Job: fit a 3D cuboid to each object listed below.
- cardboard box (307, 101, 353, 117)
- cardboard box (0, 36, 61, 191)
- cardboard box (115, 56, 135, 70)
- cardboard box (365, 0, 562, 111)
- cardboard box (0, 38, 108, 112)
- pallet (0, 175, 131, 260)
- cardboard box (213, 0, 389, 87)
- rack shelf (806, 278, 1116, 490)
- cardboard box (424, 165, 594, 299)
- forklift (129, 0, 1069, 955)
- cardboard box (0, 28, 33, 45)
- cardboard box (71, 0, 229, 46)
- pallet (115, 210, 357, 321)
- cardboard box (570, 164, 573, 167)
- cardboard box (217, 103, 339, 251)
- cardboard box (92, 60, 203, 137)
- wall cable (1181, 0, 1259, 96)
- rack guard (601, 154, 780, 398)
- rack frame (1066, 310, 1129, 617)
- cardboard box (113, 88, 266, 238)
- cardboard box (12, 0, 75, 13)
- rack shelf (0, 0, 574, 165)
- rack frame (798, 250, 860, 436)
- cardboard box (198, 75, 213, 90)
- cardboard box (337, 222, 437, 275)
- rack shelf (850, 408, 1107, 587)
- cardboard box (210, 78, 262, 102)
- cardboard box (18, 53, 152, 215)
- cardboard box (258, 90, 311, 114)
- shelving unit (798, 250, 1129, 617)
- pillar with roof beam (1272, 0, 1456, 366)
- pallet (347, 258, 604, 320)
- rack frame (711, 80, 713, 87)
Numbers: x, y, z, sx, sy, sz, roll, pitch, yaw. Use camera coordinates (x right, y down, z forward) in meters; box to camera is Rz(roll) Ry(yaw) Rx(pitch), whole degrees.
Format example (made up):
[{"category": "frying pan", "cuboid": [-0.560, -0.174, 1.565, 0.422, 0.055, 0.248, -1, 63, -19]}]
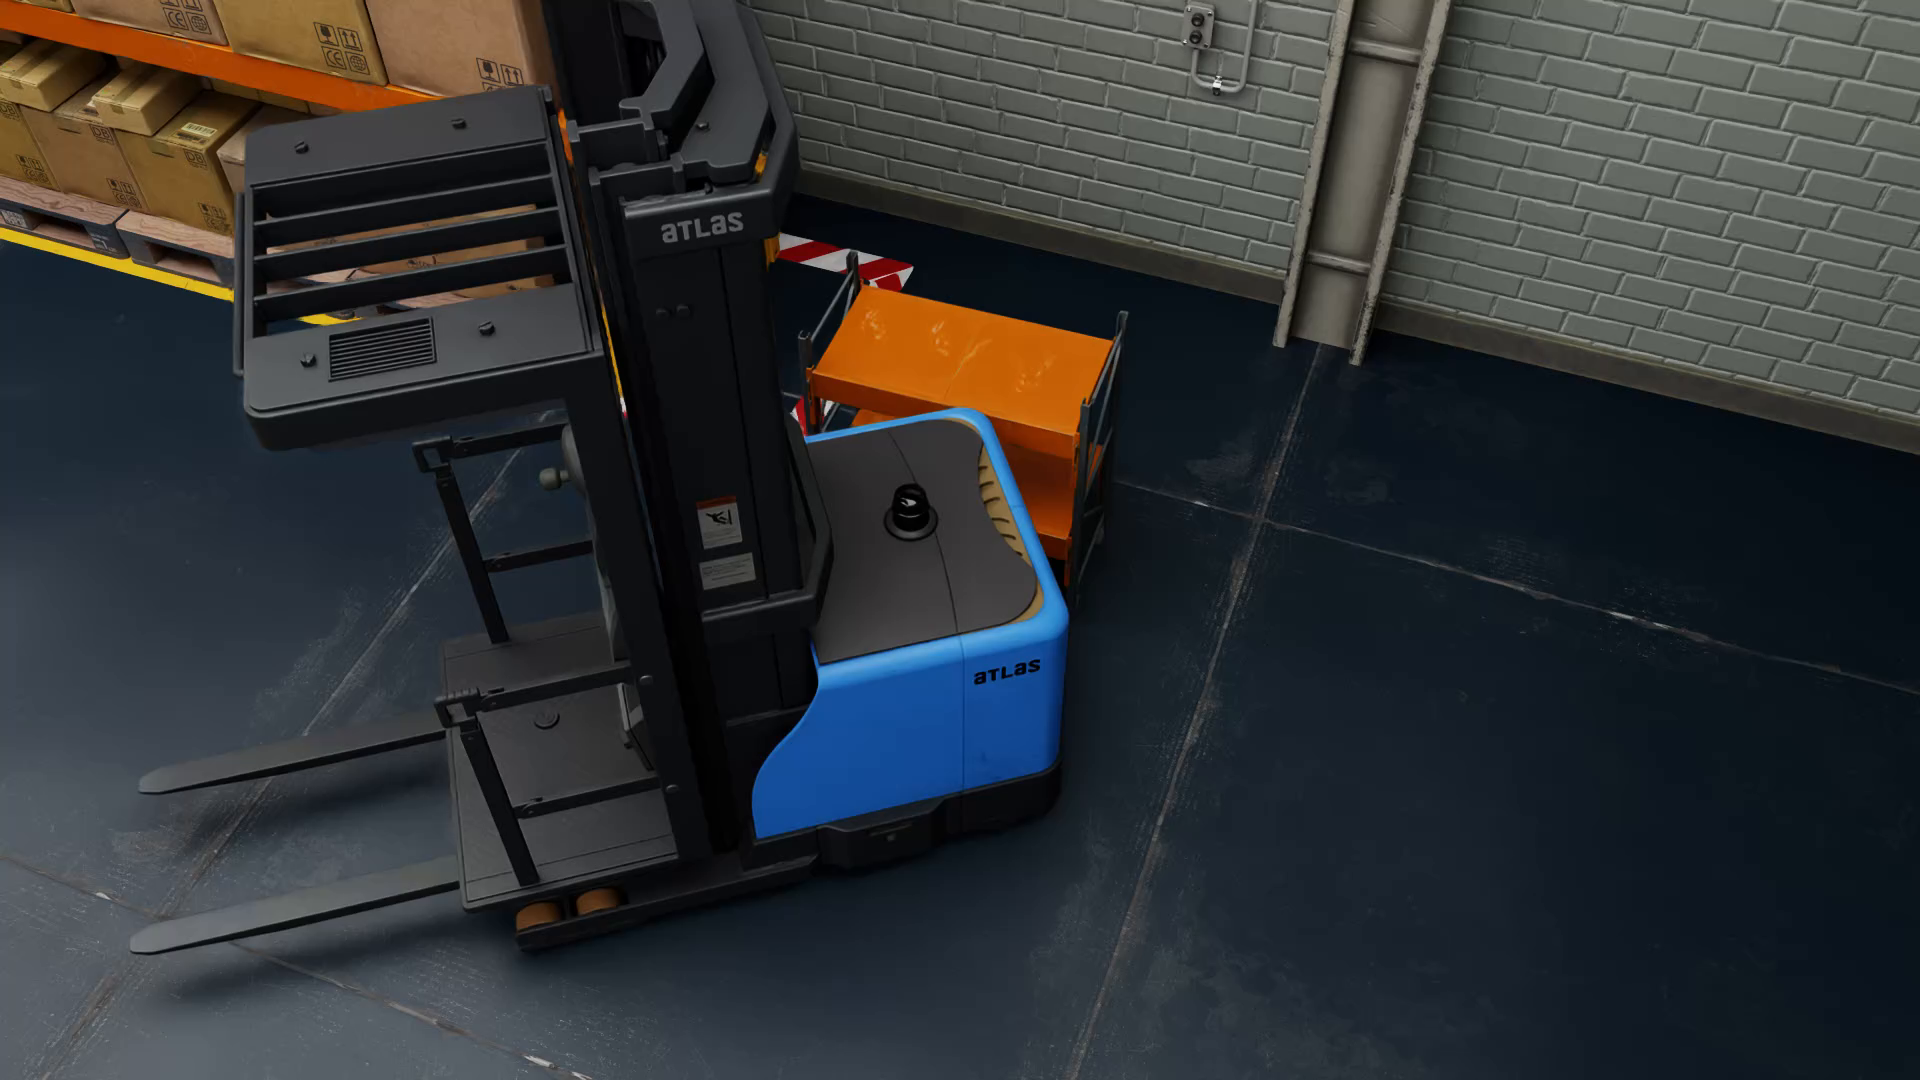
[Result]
[{"category": "cardboard box", "cuboid": [-2.664, -2.015, 7.325, 0.250, 0.149, 0.380, 16, 51, 14]}, {"category": "cardboard box", "cuboid": [-4.296, -2.096, 7.824, 0.500, 0.500, 0.700, 16, 51, 14]}, {"category": "cardboard box", "cuboid": [-3.621, -2.282, 7.556, 0.250, 0.149, 0.380, 14, 51, 12]}, {"category": "cardboard box", "cuboid": [-1.692, -2.222, 6.359, 0.700, 0.700, 0.980, 18, 51, 15]}, {"category": "cardboard box", "cuboid": [-4.038, -2.089, 7.389, 0.250, 0.149, 0.380, 17, 51, 14]}, {"category": "pallet", "cuboid": [-4.276, -1.877, 8.104, 1.213, 0.211, 1.003, 16, 51, 13]}, {"category": "cardboard box", "cuboid": [-2.378, -2.405, 6.518, 0.700, 0.700, 0.980, 15, 51, 13]}, {"category": "rack shelf", "cuboid": [0.016, -0.571, 5.979, 1.000, 0.278, 0.538, 15, 51, 12]}, {"category": "cardboard box", "cuboid": [-1.901, -1.429, 7.246, 0.500, 0.500, 0.700, 16, 51, 13]}, {"category": "forklift", "cuboid": [-1.229, -0.071, 4.738, 3.031, 2.935, 1.130, -12, 50, -10]}, {"category": "cardboard box", "cuboid": [-4.363, -2.487, 7.734, 0.250, 0.149, 0.380, 15, 51, 13]}, {"category": "cardboard box", "cuboid": [-3.090, -2.611, 6.696, 0.700, 0.700, 0.980, 13, 50, 11]}, {"category": "pallet", "cuboid": [-3.128, -1.559, 7.828, 1.213, 0.211, 1.003, 16, 51, 13]}, {"category": "cardboard box", "cuboid": [-1.715, -1.750, 7.096, 0.250, 0.149, 0.380, 16, 51, 13]}, {"category": "cardboard box", "cuboid": [-2.843, -1.691, 7.474, 0.500, 0.500, 0.700, 14, 51, 12]}, {"category": "cardboard box", "cuboid": [-3.548, -1.952, 7.271, 0.250, 0.149, 0.380, 14, 51, 12]}, {"category": "wall cable", "cuboid": [0.319, -2.666, 6.270, 1.851, 1.984, 0.084, 16, 51, 13]}, {"category": "rack guard", "cuboid": [-1.187, -1.173, 7.302, 0.348, 0.500, 1.175, 16, 51, 13]}, {"category": "rack frame", "cuboid": [0.497, -0.255, 6.093, 0.032, 1.125, 0.500, 15, 51, 12]}, {"category": "cardboard box", "cuboid": [-3.345, -1.826, 7.590, 0.500, 0.500, 0.700, 17, 51, 14]}, {"category": "cardboard box", "cuboid": [-3.776, -2.795, 6.855, 0.700, 0.700, 0.980, 14, 51, 12]}, {"category": "rack shelf", "cuboid": [-3.086, -2.286, 7.089, 4.000, 0.370, 1.077, 16, 51, 13]}, {"category": "rack frame", "cuboid": [-0.465, -0.503, 6.308, 0.032, 1.125, 0.500, 15, 51, 12]}, {"category": "cardboard box", "cuboid": [-3.384, -2.215, 7.498, 0.250, 0.149, 0.380, 16, 51, 14]}, {"category": "cardboard box", "cuboid": [-2.371, -1.560, 7.360, 0.500, 0.500, 0.700, 15, 51, 13]}, {"category": "rack shelf", "cuboid": [0.016, -0.219, 6.385, 1.000, 0.278, 0.538, 15, 51, 12]}, {"category": "cardboard box", "cuboid": [-3.142, -2.148, 7.440, 0.250, 0.149, 0.380, 15, 51, 12]}, {"category": "cardboard box", "cuboid": [-3.826, -1.962, 7.708, 0.500, 0.500, 0.700, 15, 51, 13]}, {"category": "cardboard box", "cuboid": [-2.905, -2.081, 7.382, 0.250, 0.149, 0.380, 16, 51, 13]}, {"category": "shelving unit", "cuboid": [0.016, -0.379, 6.201, 1.048, 1.125, 0.538, 15, 51, 12]}, {"category": "pillar with roof beam", "cuboid": [0.131, -0.817, 1.370, 0.400, 9.000, 9.100, 16, 51, 13]}, {"category": "pallet", "cuboid": [-1.987, -1.238, 7.550, 1.213, 0.211, 1.003, 16, 51, 13]}, {"category": "rack frame", "cuboid": [-1.210, -1.998, 6.363, 0.127, 3.000, 1.000, 16, 51, 13]}]
